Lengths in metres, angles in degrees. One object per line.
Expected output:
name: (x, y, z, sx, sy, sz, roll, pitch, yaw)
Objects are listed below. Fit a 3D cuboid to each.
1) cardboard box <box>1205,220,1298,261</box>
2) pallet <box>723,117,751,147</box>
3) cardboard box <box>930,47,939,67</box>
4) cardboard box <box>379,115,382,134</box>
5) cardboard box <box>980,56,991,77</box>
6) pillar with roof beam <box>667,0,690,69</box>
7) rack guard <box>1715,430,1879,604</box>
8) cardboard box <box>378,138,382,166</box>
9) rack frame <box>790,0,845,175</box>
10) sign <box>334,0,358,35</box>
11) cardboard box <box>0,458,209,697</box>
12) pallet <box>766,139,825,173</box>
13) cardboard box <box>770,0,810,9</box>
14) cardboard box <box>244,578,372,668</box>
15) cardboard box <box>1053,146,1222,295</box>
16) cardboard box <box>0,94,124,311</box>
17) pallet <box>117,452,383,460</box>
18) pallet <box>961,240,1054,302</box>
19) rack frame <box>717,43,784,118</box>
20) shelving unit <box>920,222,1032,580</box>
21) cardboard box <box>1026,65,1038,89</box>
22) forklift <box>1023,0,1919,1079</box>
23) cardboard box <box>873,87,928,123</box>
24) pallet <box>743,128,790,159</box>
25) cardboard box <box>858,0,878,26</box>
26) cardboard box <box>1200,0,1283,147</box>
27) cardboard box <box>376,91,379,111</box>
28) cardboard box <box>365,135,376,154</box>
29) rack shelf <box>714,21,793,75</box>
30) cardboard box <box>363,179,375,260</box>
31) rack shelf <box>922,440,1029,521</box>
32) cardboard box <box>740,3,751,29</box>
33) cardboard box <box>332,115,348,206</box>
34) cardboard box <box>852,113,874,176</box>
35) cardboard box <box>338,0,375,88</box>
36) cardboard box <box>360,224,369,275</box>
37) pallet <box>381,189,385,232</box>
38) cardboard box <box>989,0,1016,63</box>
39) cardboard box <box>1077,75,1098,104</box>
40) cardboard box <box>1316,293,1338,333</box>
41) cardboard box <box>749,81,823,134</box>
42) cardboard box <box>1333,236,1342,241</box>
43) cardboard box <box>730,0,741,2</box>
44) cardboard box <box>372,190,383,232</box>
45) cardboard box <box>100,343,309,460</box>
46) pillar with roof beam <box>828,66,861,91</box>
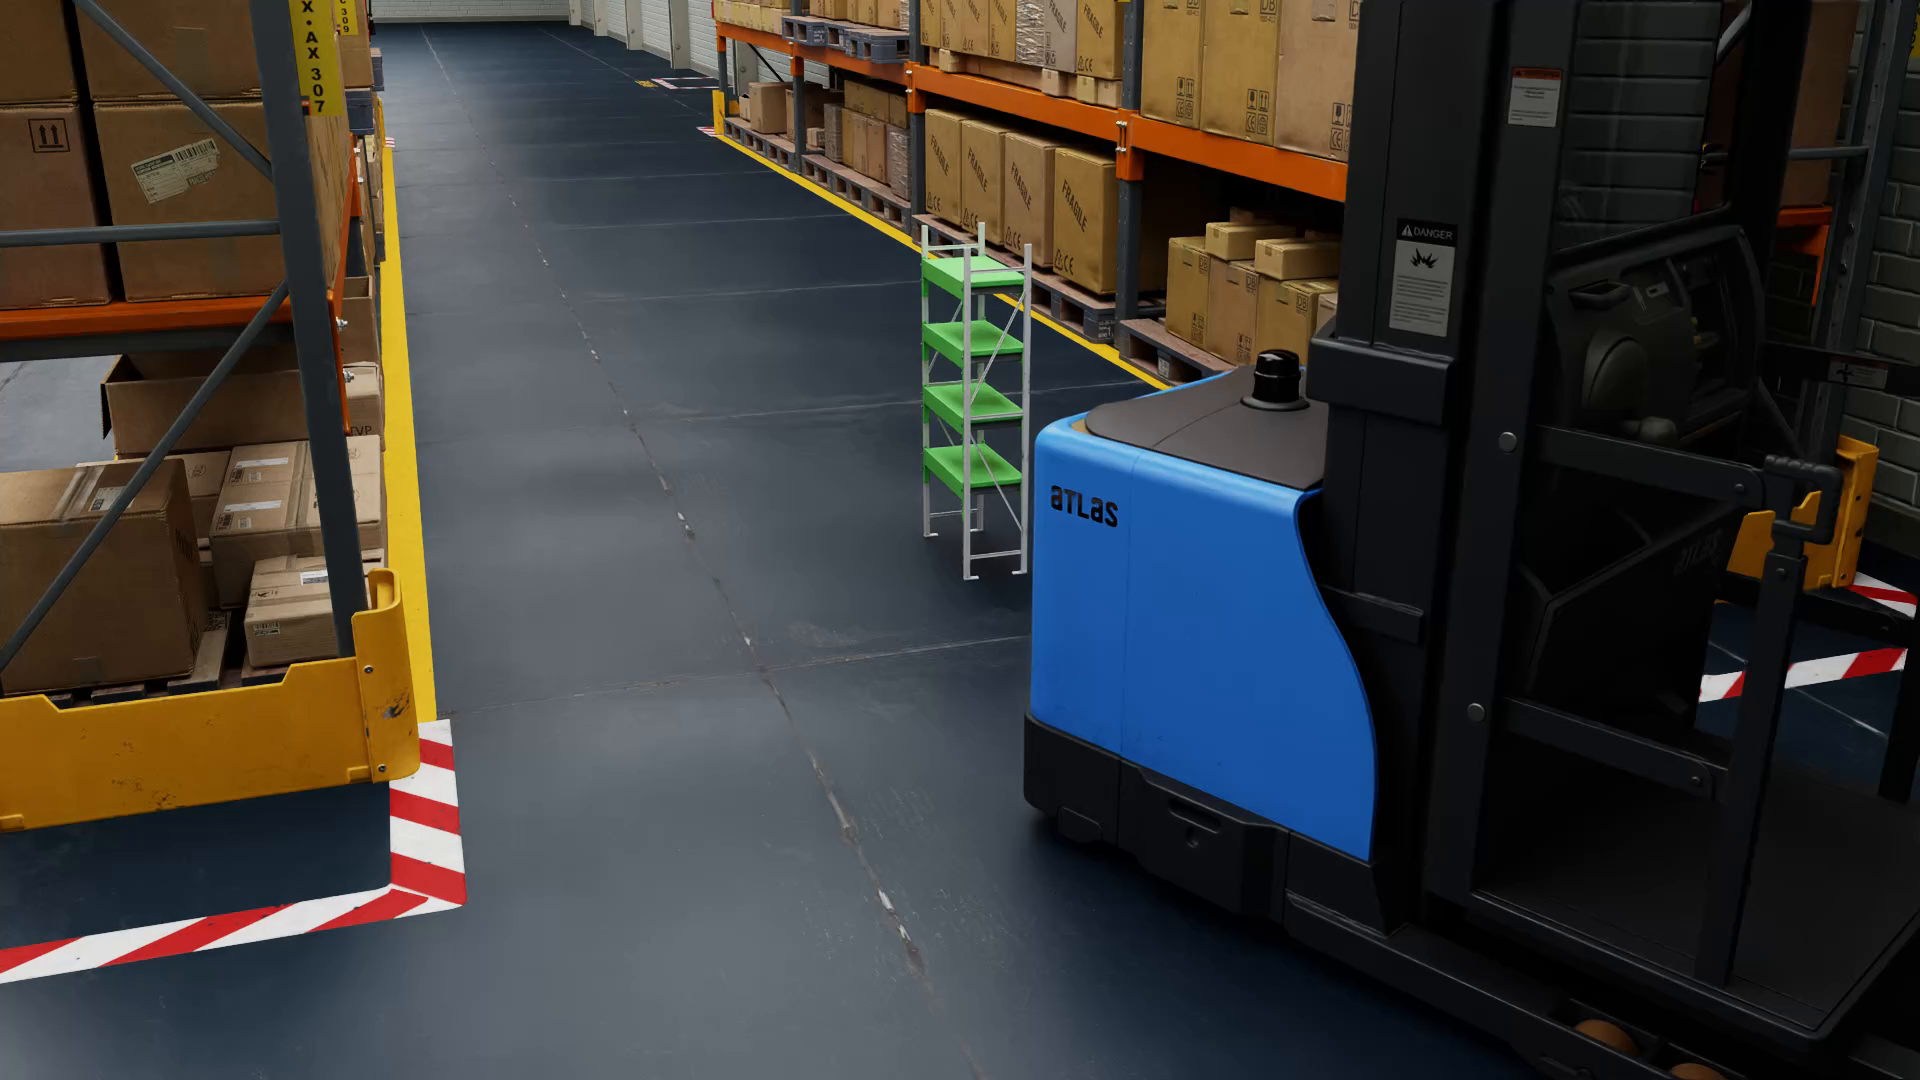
cardboard box: (1.440, -1.484, 8.228, 0.380, 0.149, 0.250, -6, 21, -15)
pallet: (-2.158, -4.787, 19.433, 1.003, 0.211, 1.213, -6, 21, -17)
cardboard box: (-0.006, -3.582, 12.295, 0.380, 0.149, 0.250, -7, 21, -18)
cardboard box: (-6.488, -4.465, 17.856, 0.500, 0.250, 0.500, -6, 21, -17)
cardboard box: (0.354, -3.256, 11.387, 0.380, 0.149, 0.250, -6, 21, -16)
pillar with roof beam: (-9.221, -12.473, 27.830, 9.100, 9.000, 0.400, -6, 21, -17)
rack guard: (2.632, -0.070, 5.872, 1.175, 0.500, 0.348, -6, 21, -17)
cardboard box: (-5.706, -3.662, 15.621, 0.500, 0.250, 0.500, -6, 21, -17)
rack frame: (-1.147, -5.105, 16.192, 1.000, 3.000, 0.127, -6, 21, -17)
sign: (-2.821, -2.478, 7.597, 0.100, 0.325, 0.005, -6, 21, -17)
cardboard box: (-2.481, 0.095, 4.763, 0.500, 0.500, 0.500, -6, 21, -17)
pallet: (-1.392, -4.004, 17.253, 1.003, 0.211, 1.213, -6, 21, -17)
cardboard box: (-1.589, -5.516, 16.418, 0.500, 0.500, 0.500, -6, 21, -17)
cardboard box: (-1.882, 0.237, 4.885, 0.380, 0.149, 0.250, -6, 21, -17)
cardboard box: (1.040, -1.918, 9.879, 0.750, 0.750, 0.750, -6, 21, -17)
cardboard box: (-2.476, -0.888, 4.305, 0.500, 0.500, 0.500, -6, 21, -16)
pallet: (-3.119, -0.477, 7.433, 1.003, 0.211, 1.213, -6, 21, -17)
pallet: (0.666, -1.857, 11.275, 1.003, 0.211, 1.213, -6, 21, -17)
rack frame: (-2.404, -6.389, 19.766, 1.000, 3.000, 0.127, -6, 21, -17)
shelving unit: (0.052, -0.512, 6.066, 0.258, 1.200, 0.503, -6, 21, -17)
cardboard box: (0.635, -2.920, 10.450, 0.380, 0.149, 0.250, -7, 21, -19)
forklift: (1.558, -0.407, 3.213, 1.130, 2.935, 3.031, -18, 27, -41)
cardboard box: (-0.451, -3.784, 14.453, 0.500, 0.250, 0.500, -6, 21, -17)
pallet: (-1.779, -4.397, 18.345, 1.003, 0.211, 1.213, -6, 21, -17)
cardboard box: (-0.460, -4.623, 14.050, 0.700, 0.500, 0.500, -6, 21, -17)
cardboard box: (1.747, -2.268, 7.850, 0.980, 0.700, 0.700, -7, 21, -19)
cardboard box: (-6.326, -4.658, 17.284, 0.500, 0.500, 0.500, -6, 21, -17)
cardboard box: (-4.808, -2.992, 12.926, 0.500, 0.311, 0.500, -7, 21, -19)
rack shelf: (-1.775, -5.408, 18.100, 1.077, 0.370, 4.000, -6, 21, -17)
cardboard box: (-4.074, -2.049, 10.731, 0.500, 0.500, 0.500, -6, 20, -15)
rack shelf: (0.052, -0.226, 6.169, 0.258, 0.148, 0.480, -6, 21, -17)
cardboard box: (-2.064, -5.645, 17.889, 0.500, 0.250, 0.500, -6, 21, -17)
cardboard box: (-2.443, -1.431, 5.815, 0.500, 0.500, 0.500, -6, 21, -16)
cardboard box: (-0.568, -3.573, 14.973, 0.700, 0.500, 0.500, -6, 21, -17)
cardboard box: (-3.270, -2.431, 7.977, 0.700, 0.500, 0.500, -15, 24, -35)
cardboard box: (-3.433, -1.392, 8.901, 0.500, 0.500, 0.500, -6, 21, -16)
pallet: (-5.193, -2.641, 13.456, 1.003, 0.211, 1.213, -6, 21, -17)
cardboard box: (0.502, -3.340, 10.661, 0.500, 0.500, 0.500, -6, 21, -16)
cardboard box: (0.891, -2.586, 9.520, 0.380, 0.149, 0.250, -6, 21, -16)
cardboard box: (1.994, -0.811, 7.314, 0.700, 0.500, 0.500, -7, 21, -19)
cardboard box: (-1.910, -4.764, 18.289, 0.700, 0.500, 0.500, -8, 21, -21)
cardboard box: (1.978, -1.346, 7.845, 0.380, 0.149, 0.250, -6, 21, -17)
cardboard box: (-2.237, -6.169, 18.237, 0.500, 0.500, 0.500, -7, 21, -19)
cardboard box: (-4.477, -2.397, 12.098, 0.500, 0.250, 0.500, -6, 21, -17)
cardboard box: (-2.738, -0.440, 6.246, 0.797, 0.503, 0.637, -6, 21, -17)
pillar with roof beam: (-5.450, -8.622, 17.108, 9.100, 9.000, 0.400, -6, 21, -17)
